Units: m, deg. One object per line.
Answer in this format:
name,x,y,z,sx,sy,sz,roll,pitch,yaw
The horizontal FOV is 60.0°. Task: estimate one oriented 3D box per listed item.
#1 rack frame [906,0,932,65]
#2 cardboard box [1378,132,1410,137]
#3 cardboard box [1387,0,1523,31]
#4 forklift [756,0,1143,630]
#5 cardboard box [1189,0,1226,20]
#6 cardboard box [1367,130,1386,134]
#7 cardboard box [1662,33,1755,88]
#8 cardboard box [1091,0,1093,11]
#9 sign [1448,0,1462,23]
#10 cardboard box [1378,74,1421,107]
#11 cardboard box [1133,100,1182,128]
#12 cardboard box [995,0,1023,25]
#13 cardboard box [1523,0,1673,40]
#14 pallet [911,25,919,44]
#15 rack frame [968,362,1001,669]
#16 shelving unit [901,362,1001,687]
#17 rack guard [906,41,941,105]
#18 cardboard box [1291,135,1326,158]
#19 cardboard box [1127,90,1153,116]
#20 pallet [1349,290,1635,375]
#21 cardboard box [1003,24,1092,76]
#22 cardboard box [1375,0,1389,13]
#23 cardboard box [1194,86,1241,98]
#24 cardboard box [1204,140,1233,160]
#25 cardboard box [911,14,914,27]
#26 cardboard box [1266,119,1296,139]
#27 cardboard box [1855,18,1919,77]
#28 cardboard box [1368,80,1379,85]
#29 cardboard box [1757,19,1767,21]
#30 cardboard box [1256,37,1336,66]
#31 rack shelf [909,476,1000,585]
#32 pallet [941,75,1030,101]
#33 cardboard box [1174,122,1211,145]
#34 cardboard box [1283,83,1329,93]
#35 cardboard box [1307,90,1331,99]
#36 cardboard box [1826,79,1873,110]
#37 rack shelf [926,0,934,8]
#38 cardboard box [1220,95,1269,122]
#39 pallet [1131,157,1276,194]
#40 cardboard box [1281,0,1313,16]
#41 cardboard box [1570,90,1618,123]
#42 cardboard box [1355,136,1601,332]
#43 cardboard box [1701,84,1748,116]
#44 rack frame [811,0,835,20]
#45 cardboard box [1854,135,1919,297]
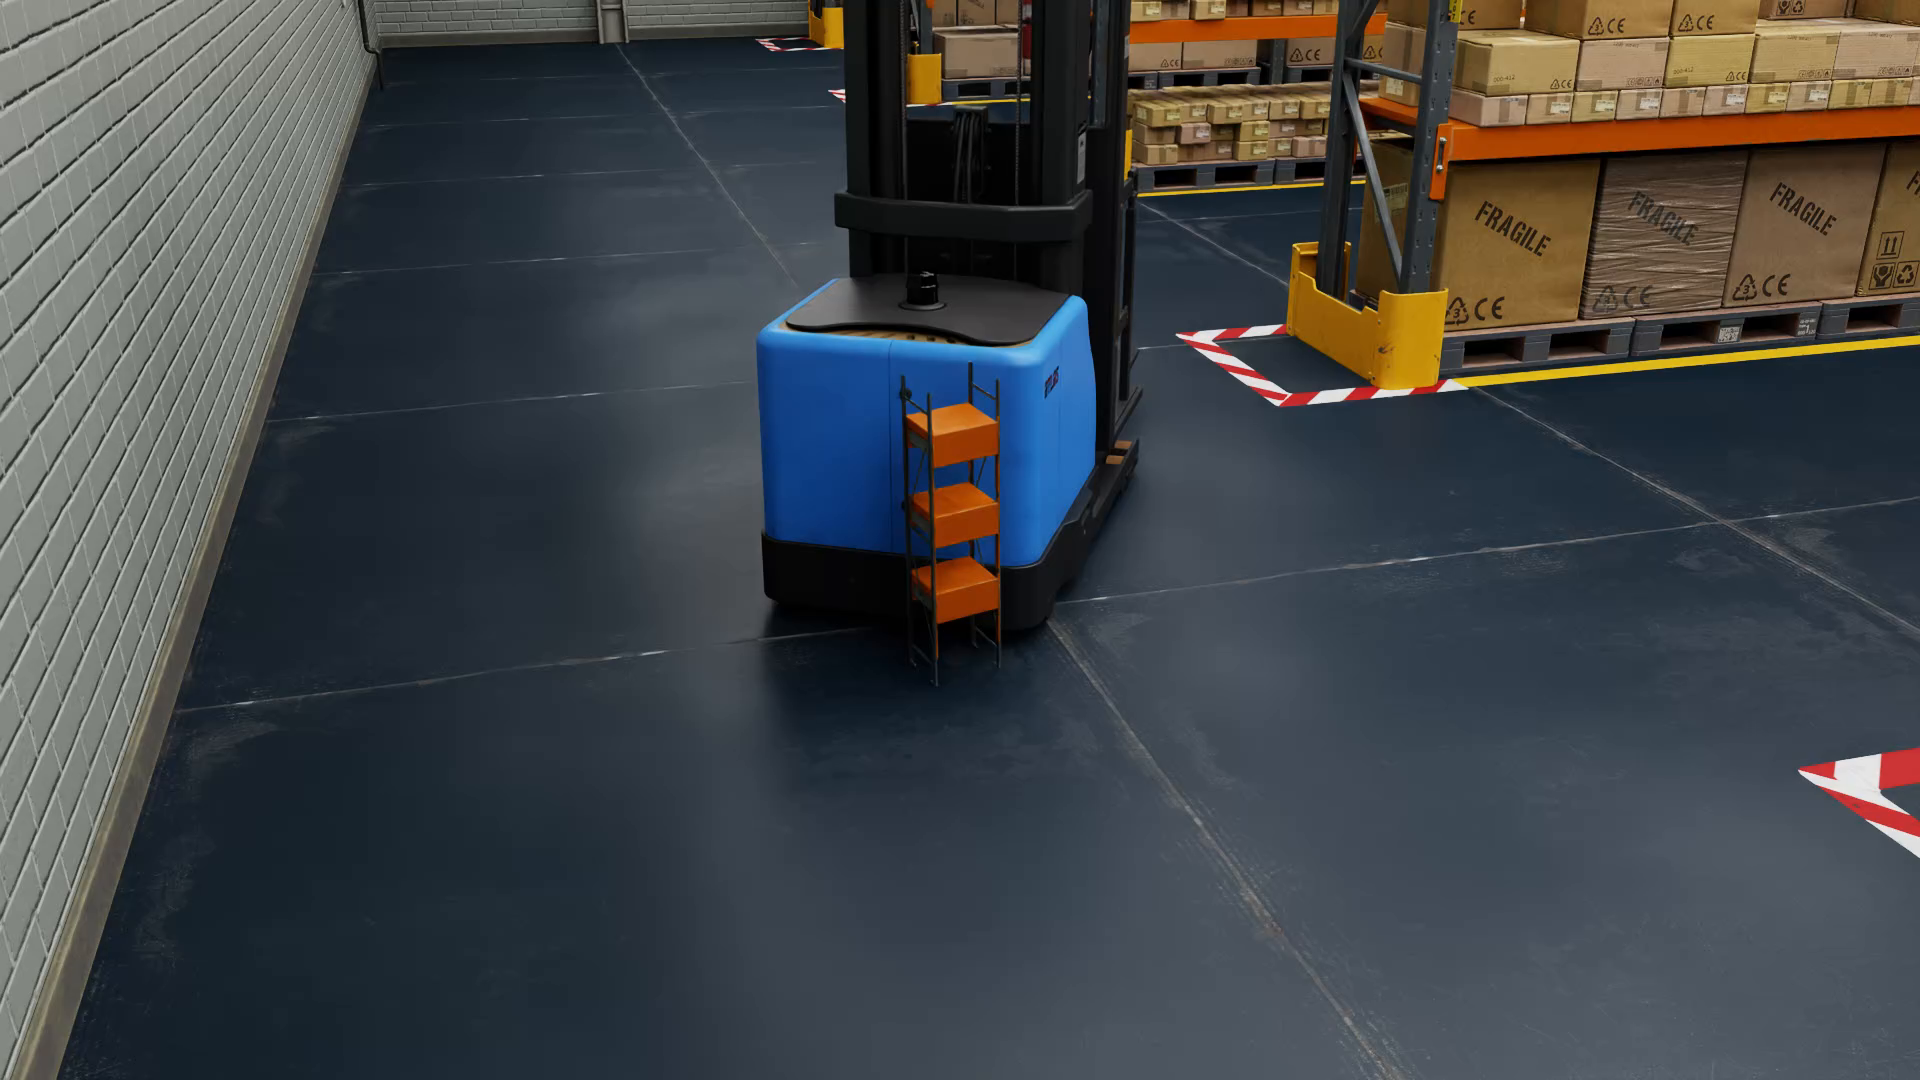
rack frame,-0.479,-6.147,17.272,0.127,3.000,1.000,-6,24,-14
cardboard box,3.525,-3.306,13.733,0.250,0.149,0.380,-6,24,-14
cardboard box,2.596,-2.949,8.680,0.500,0.500,0.500,-6,24,-14
forklift,0.170,-1.584,6.725,1.130,2.935,3.031,6,24,14
cardboard box,1.863,-4.124,12.876,0.250,0.149,0.380,-7,24,-16
cardboard box,3.308,-3.456,13.706,0.250,0.149,0.380,-7,24,-17
cardboard box,3.717,-2.511,8.611,0.500,0.250,0.500,-7,24,-16
cardboard box,1.193,-4.305,13.298,0.250,0.149,0.380,-6,24,-14
sign,2.342,-2.607,7.824,0.005,0.325,0.100,-6,24,-14
cardboard box,2.452,-2.432,8.933,0.250,0.149,0.380,-6,24,-13
cardboard box,1.552,-3.361,13.108,0.250,0.149,0.380,-7,24,-17
cardboard box,0.624,-7.291,22.576,0.500,0.500,0.700,-7,24,-16
cardboard box,3.215,-2.799,8.331,0.500,0.500,0.500,-7,24,-16
pallet,-0.983,-6.843,22.430,1.213,0.211,1.003,-6,24,-14
rack frame,0.083,-0.069,5.549,0.008,1.050,0.200,-14,29,-25
shelving unit,-0.024,-0.043,5.498,0.252,1.050,0.215,-14,29,-25
rack guard,-0.502,-4.996,17.759,0.348,0.500,1.175,-6,24,-14
cardboard box,2.773,-3.226,13.547,0.250,0.149,0.380,-8,24,-17
cardboard box,1.397,-3.587,13.635,0.250,0.149,0.380,-6,24,-14
pallet,2.947,-1.218,9.321,1.213,0.211,1.003,-6,24,-14
cardboard box,1.009,-5.371,18.181,0.875,0.438,0.875,-6,24,-13
cardboard box,3.335,-4.330,13.356,0.250,0.149,0.380,-7,24,-15
cardboard box,2.136,-3.672,13.831,0.250,0.149,0.380,-7,24,-16
cardboard box,2.014,-3.184,13.448,0.250,0.149,0.380,-6,24,-14
cardboard box,-0.789,-6.974,22.281,0.250,0.149,0.380,-7,24,-16
cardboard box,2.526,-3.374,13.515,0.250,0.149,0.380,-7,24,-17
cardboard box,5.198,-2.676,8.995,0.500,0.250,0.500,-6,24,-13
cardboard box,3.663,-3.814,14.163,0.250,0.149,0.380,-7,24,-16
cardboard box,4.072,-2.770,9.214,0.500,0.250,0.500,-6,24,-14
cardboard box,3.948,-5.886,18.826,0.875,0.875,0.875,-6,24,-13
rack shelf,-0.024,-0.034,5.503,0.240,0.259,0.215,-14,29,-25
pallet,0.270,-4.980,18.089,1.213,0.211,1.003,-6,24,-14
cardboard box,1.808,-3.264,13.259,0.250,0.149,0.380,-6,24,-15
cardboard box,2.908,-3.746,14.004,0.250,0.149,0.380,-6,24,-14
cardboard box,3.030,-3.572,13.600,0.250,0.149,0.380,-6,24,-14
cardboard box,4.607,-2.401,8.861,0.250,0.149,0.380,-7,24,-15
rack shelf,1.447,-6.029,17.910,4.000,0.370,1.077,-6,24,-14
cardboard box,2.278,-3.473,13.367,0.250,0.149,0.380,-8,24,-17
pallet,1.821,-3.078,13.656,1.213,0.211,1.003,-6,24,-14
cardboard box,2.589,-4.239,13.144,0.250,0.149,0.380,-7,24,-15
cardboard box,3.122,-2.237,8.478,0.250,0.149,0.380,-7,24,-16
cardboard box,2.793,-1.700,9.069,0.875,0.875,0.875,-6,24,-14
cardboard box,3.866,-2.320,8.670,0.250,0.149,0.380,-7,24,-15
rack frame,-1.823,-8.031,21.663,0.127,3.000,1.000,-6,24,-14
cardboard box,5.392,-1.987,9.739,0.875,0.875,0.875,-6,24,-14
